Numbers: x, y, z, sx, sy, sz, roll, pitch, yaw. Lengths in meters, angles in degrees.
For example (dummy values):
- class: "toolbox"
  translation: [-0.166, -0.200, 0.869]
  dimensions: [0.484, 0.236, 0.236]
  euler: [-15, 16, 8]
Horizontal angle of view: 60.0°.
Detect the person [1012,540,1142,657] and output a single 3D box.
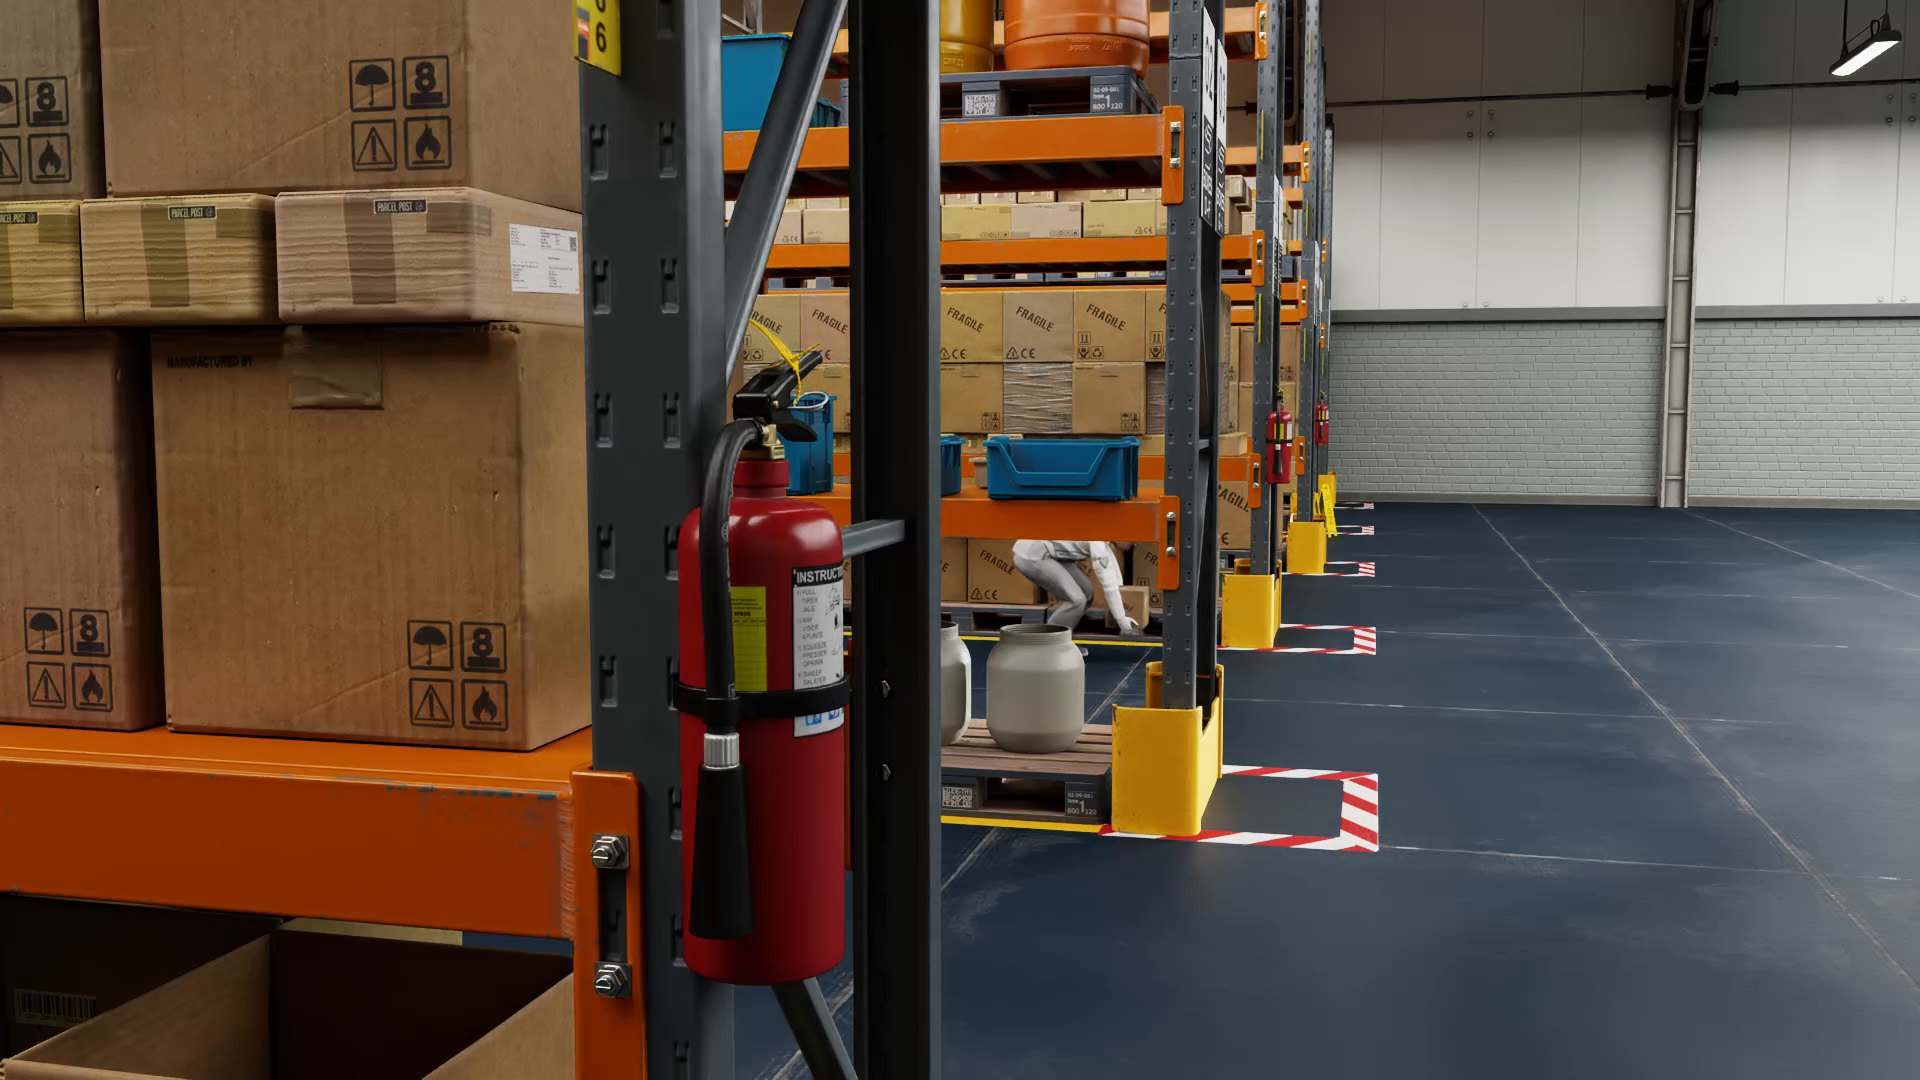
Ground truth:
- class: "person"
  translation: [0.800, 0.285, 10.862]
  dimensions: [0.918, 0.999, 0.452]
  euler: [1, 5, 10]
